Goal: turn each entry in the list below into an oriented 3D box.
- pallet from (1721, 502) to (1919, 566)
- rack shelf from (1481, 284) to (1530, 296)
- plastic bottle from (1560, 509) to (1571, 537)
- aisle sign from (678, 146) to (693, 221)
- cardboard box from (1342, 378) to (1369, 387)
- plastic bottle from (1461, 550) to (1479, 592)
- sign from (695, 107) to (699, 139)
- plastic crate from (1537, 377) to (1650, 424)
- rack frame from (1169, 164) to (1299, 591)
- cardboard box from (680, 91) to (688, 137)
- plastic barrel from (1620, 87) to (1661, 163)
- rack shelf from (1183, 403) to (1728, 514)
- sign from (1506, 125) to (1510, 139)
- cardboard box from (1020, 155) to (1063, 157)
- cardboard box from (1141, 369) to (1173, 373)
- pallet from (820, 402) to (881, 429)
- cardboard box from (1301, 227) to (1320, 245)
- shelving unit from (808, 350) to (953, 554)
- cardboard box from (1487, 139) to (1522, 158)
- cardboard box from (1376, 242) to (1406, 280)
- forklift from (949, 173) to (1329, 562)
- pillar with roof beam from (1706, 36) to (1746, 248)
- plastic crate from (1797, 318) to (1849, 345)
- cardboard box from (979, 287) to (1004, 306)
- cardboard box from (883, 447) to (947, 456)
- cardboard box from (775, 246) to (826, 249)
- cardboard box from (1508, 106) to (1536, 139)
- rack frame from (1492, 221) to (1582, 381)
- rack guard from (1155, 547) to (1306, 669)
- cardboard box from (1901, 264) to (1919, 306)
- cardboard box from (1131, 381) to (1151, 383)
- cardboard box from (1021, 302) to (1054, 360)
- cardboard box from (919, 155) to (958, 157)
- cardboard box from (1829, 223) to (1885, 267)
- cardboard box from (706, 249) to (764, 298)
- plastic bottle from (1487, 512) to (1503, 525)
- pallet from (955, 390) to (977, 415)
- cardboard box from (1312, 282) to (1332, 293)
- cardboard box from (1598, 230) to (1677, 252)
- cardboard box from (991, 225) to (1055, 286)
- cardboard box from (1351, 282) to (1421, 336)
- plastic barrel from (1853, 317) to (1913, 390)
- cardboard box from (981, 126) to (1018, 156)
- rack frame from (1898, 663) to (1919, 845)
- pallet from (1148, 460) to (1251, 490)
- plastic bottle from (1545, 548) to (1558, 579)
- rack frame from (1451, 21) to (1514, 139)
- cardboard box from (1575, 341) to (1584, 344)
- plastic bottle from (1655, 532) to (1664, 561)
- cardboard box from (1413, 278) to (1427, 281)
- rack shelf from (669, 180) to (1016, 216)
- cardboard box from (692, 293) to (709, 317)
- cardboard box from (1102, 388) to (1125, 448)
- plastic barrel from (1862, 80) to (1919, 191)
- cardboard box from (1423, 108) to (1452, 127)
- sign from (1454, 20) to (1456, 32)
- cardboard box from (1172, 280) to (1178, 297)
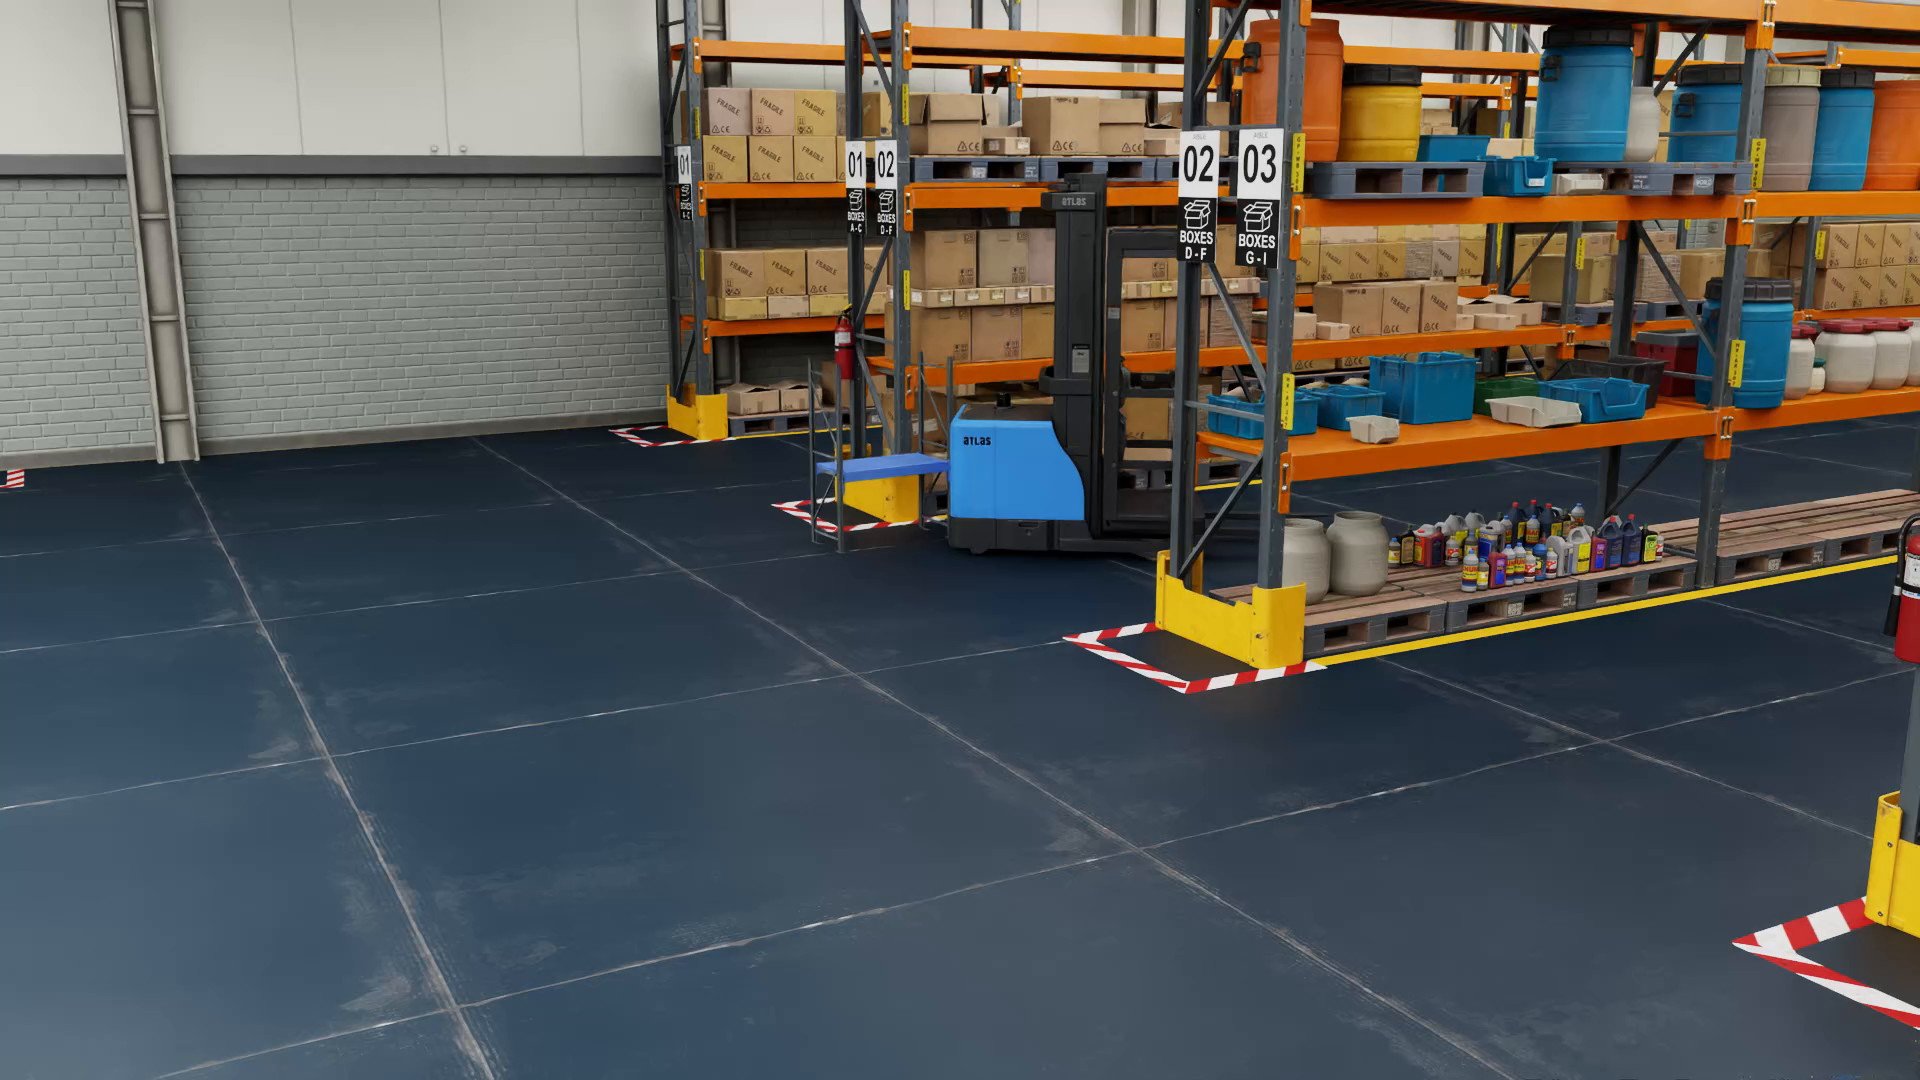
[{"bbox_3d":[6.917,-0.064,13.414,1.213,0.211,1.003,-7,14,-28],"label":"pallet"},{"bbox_3d":[9.205,-3.816,25.370,4.000,0.370,1.077,-7,14,-28],"label":"rack shelf"},{"bbox_3d":[4.465,-0.086,12.344,0.133,0.283,0.061,-7,14,-28],"label":"plastic bottle"},{"bbox_3d":[-3.003,-3.897,18.171,0.004,0.787,0.394,-7,14,-28],"label":"aisle sign"},{"bbox_3d":[4.358,-1.555,17.717,0.500,0.311,0.500,-7,14,-29],"label":"cardboard box"},{"bbox_3d":[3.404,0.201,11.095,0.097,0.271,0.097,0,13,0],"label":"plastic bottle"},{"bbox_3d":[-2.823,-4.479,17.857,0.005,0.325,0.100,-7,14,-28],"label":"sign"},{"bbox_3d":[4.333,-0.964,11.399,0.616,0.251,0.499,-7,14,-28],"label":"plastic crate"},{"bbox_3d":[1.663,-0.784,10.263,0.127,3.000,1.000,-7,14,-28],"label":"rack frame"},{"bbox_3d":[-2.830,-4.799,18.720,0.500,0.500,0.500,-6,14,-25],"label":"cardboard box"},{"bbox_3d":[4.702,-2.921,11.712,0.421,0.512,0.421,0,13,0],"label":"plastic barrel"},{"bbox_3d":[3.419,-0.644,11.277,4.000,0.370,1.077,-7,14,-28],"label":"rack shelf"},{"bbox_3d":[6.057,-4.401,18.326,0.005,0.325,0.100,-7,14,-28],"label":"sign"},{"bbox_3d":[0.946,-4.874,20.417,0.500,0.500,0.500,-5,13,-20],"label":"cardboard box"},{"bbox_3d":[2.401,-2.355,21.934,0.500,0.500,0.700,-7,14,-28],"label":"cardboard box"},{"bbox_3d":[-1.217,-1.547,20.004,1.213,0.211,1.003,-7,14,-28],"label":"pallet"},{"bbox_3d":[4.486,-4.106,22.363,0.500,0.250,0.500,-6,14,-27],"label":"cardboard box"},{"bbox_3d":[-0.631,-0.726,13.420,1.048,1.500,0.538,-8,15,-31],"label":"shelving unit"},{"bbox_3d":[5.493,-4.059,17.366,0.500,0.250,0.500,-6,14,-26],"label":"cardboard box"},{"bbox_3d":[5.841,-3.902,23.166,0.500,0.500,0.500,-6,14,-26],"label":"cardboard box"},{"bbox_3d":[1.459,-1.382,13.074,3.031,2.935,1.130,1,13,5],"label":"forklift"},{"bbox_3d":[14.978,-6.925,23.884,0.400,9.000,9.100,-7,14,-28],"label":"pillar with roof beam"},{"bbox_3d":[7.120,-1.546,13.502,0.583,0.464,0.402,-7,14,-28],"label":"plastic crate"},{"bbox_3d":[0.191,-2.159,14.665,0.250,0.149,0.380,-7,14,-28],"label":"cardboard box"},{"bbox_3d":[-0.378,-0.716,15.266,0.500,0.250,0.500,-7,14,-28],"label":"cardboard box"},{"bbox_3d":[-1.873,-3.193,19.553,0.500,0.500,0.500,-7,15,-29],"label":"cardboard box"},{"bbox_3d":[8.209,-5.987,23.997,0.500,0.500,0.500,-7,14,-28],"label":"cardboard box"},{"bbox_3d":[6.315,-2.581,18.246,0.127,3.000,1.000,-7,14,-28],"label":"rack frame"},{"bbox_3d":[1.708,0.418,10.613,0.348,0.500,1.175,-7,14,-28],"label":"rack guard"},{"bbox_3d":[11.738,-3.212,20.823,0.500,0.500,0.500,-7,14,-29],"label":"cardboard box"},{"bbox_3d":[1.812,-1.347,16.361,0.500,0.500,0.500,-7,14,-28],"label":"cardboard box"},{"bbox_3d":[0.606,-1.942,15.180,0.500,0.500,0.700,-7,14,-27],"label":"cardboard box"},{"bbox_3d":[-0.347,-4.485,19.601,0.500,0.500,0.500,-8,15,-33],"label":"cardboard box"},{"bbox_3d":[10.827,-3.588,20.216,0.500,0.500,0.500,-7,15,-30],"label":"cardboard box"},{"bbox_3d":[-2.520,-2.988,18.644,0.500,0.500,0.500,-7,14,-28],"label":"cardboard box"},{"bbox_3d":[3.936,-0.061,12.231,0.133,0.283,0.061,-6,14,-25],"label":"plastic bottle"},{"bbox_3d":[-0.145,-1.677,20.578,1.213,0.211,1.003,-7,14,-28],"label":"pallet"},{"bbox_3d":[4.837,-3.449,22.629,0.250,0.149,0.380,-6,14,-26],"label":"cardboard box"},{"bbox_3d":[10.517,-4.468,25.946,0.700,0.700,0.980,-6,14,-25],"label":"cardboard box"},{"bbox_3d":[0.657,-2.583,15.072,0.500,0.500,0.700,-7,14,-28],"label":"cardboard box"},{"bbox_3d":[4.388,-2.395,17.191,0.500,0.500,0.500,-7,14,-28],"label":"cardboard box"},{"bbox_3d":[7.143,-1.453,12.923,0.433,0.535,0.433,0,13,0],"label":"plastic barrel"},{"bbox_3d":[0.178,-3.575,14.896,0.500,0.250,0.500,-7,14,-28],"label":"cardboard box"},{"bbox_3d":[4.037,0.170,6.022,0.127,3.000,1.000,-7,14,-28],"label":"rack frame"},{"bbox_3d":[2.086,-0.724,16.347,1.213,0.211,1.003,-7,14,-28],"label":"pallet"},{"bbox_3d":[4.060,0.157,11.452,0.097,0.201,0.097,0,13,0],"label":"plastic bottle"},{"bbox_3d":[7.449,-6.883,23.698,0.127,3.000,1.000,-7,14,-28],"label":"rack frame"},{"bbox_3d":[9.049,-3.106,25.316,0.500,0.500,0.700,-6,14,-27],"label":"cardboard box"},{"bbox_3d":[5.005,0.043,11.955,0.097,0.201,0.097,0,13,0],"label":"plastic bottle"},{"bbox_3d":[6.379,-3.652,23.529,0.250,0.149,0.380,-7,14,-28],"label":"cardboard box"},{"bbox_3d":[-1.328,-4.017,19.431,4.000,0.370,1.077,-7,14,-28],"label":"rack shelf"},{"bbox_3d":[-2.766,-2.717,19.146,0.500,0.250,0.500,-7,14,-27],"label":"cardboard box"},{"bbox_3d":[1.188,-1.140,15.439,0.500,0.500,0.500,-7,14,-28],"label":"cardboard box"},{"bbox_3d":[7.286,-3.186,13.123,0.708,0.830,0.600,-7,14,-28],"label":"plastic barrel"},{"bbox_3d":[6.614,-5.982,23.586,0.500,0.250,0.500,-6,14,-24],"label":"cardboard box"},{"bbox_3d":[7.205,-7.525,24.064,0.005,0.325,0.100,-7,14,-28],"label":"sign"},{"bbox_3d":[1.992,-2.374,15.622,0.250,0.149,0.380,-7,14,-28],"label":"cardboard box"}]
